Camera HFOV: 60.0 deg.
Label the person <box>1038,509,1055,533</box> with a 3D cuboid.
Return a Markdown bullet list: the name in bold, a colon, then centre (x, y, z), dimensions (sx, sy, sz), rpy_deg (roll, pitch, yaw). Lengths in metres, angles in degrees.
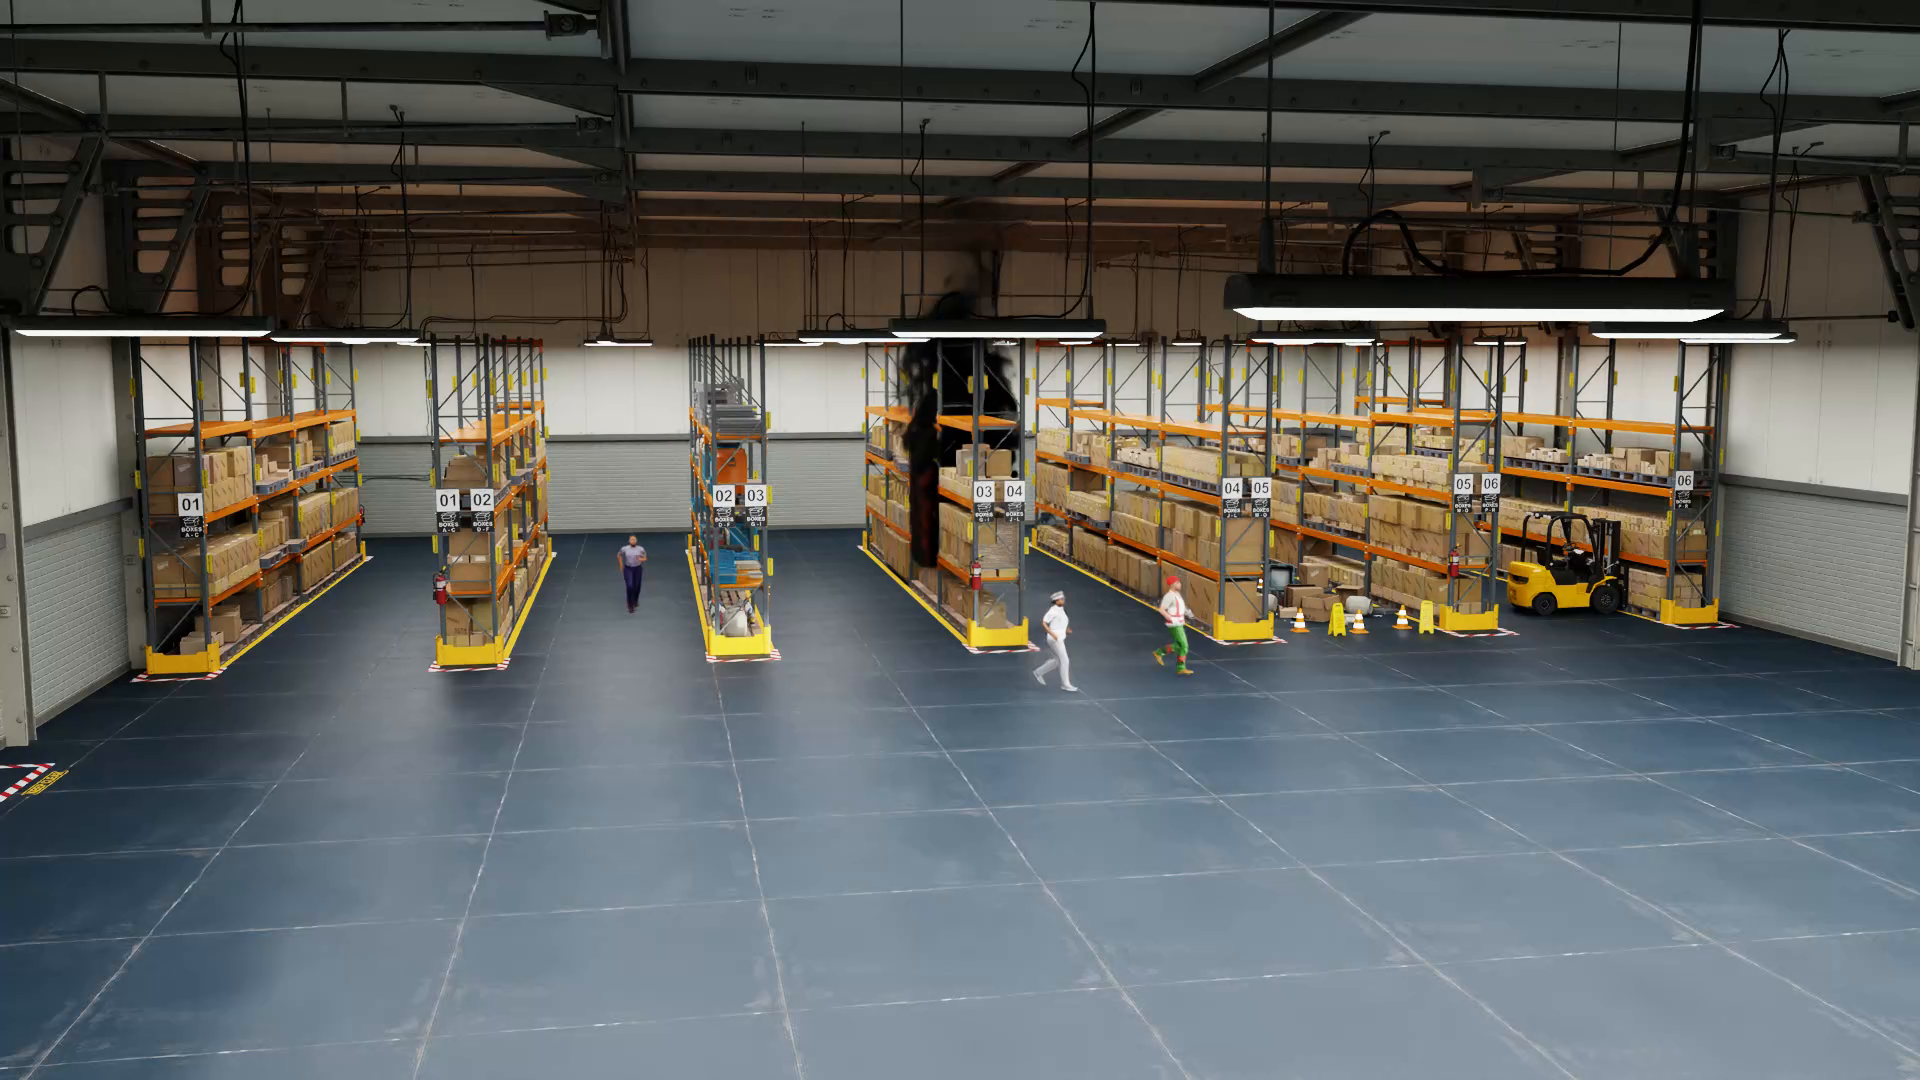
- **person**: centre (2.542, -0.870, 50.027), dimensions (0.920, 1.712, 0.762), rpy_deg (4, 7, 28)

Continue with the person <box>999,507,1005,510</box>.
- **person**: centre (0.947, -0.552, 47.979), dimensions (0.752, 1.591, 0.774), rpy_deg (0, 7, 3)

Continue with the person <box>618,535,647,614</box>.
- **person**: centre (-7.173, 0.733, 36.480), dimensions (0.580, 1.709, 0.770), rpy_deg (-3, 7, -23)

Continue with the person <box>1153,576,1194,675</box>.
- **person**: centre (3.760, 1.497, 29.367), dimensions (0.786, 1.749, 0.663), rpy_deg (3, 7, 24)

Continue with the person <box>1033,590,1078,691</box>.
- **person**: centre (1.596, 1.680, 27.985), dimensions (0.809, 1.689, 0.597), rpy_deg (2, 7, 18)
